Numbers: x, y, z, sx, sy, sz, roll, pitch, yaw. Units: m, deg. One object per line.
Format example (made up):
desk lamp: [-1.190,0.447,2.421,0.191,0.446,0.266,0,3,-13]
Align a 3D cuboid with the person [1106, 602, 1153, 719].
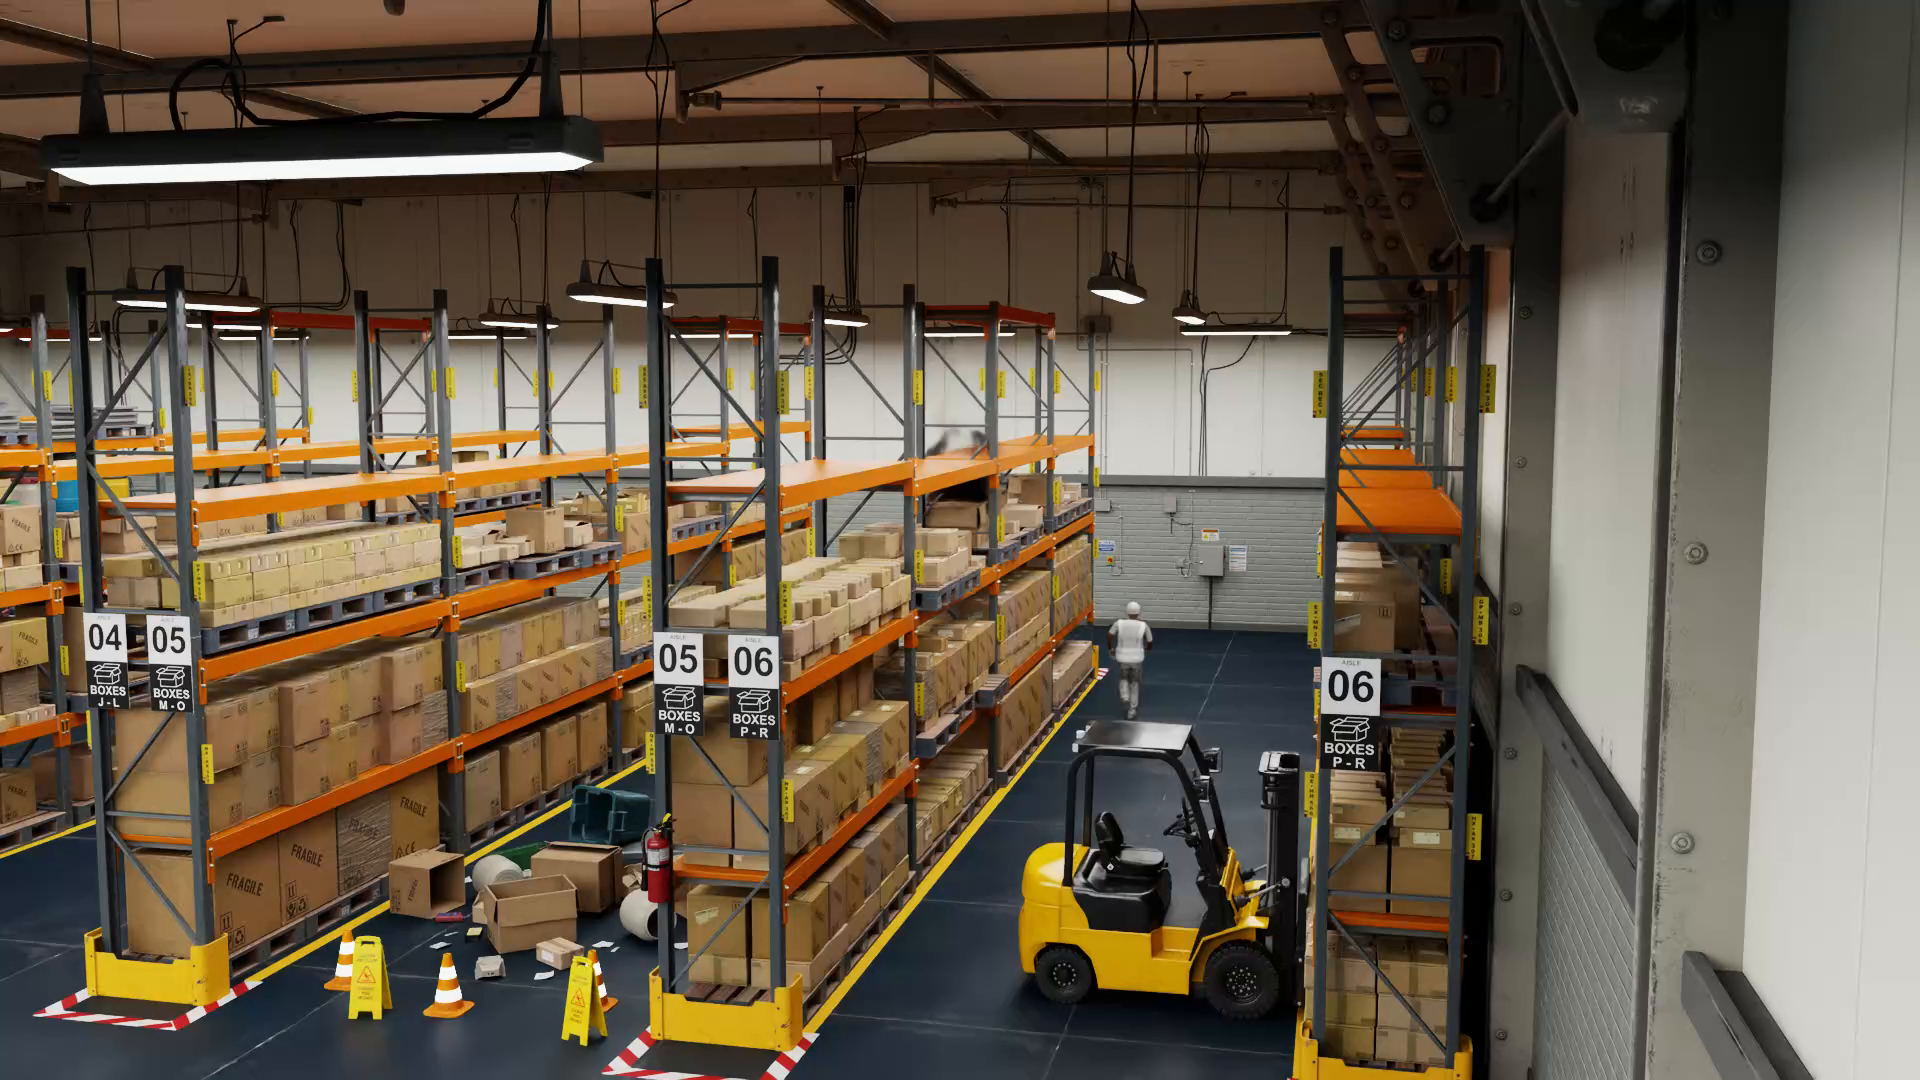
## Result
person: [2.553,1.777,24.931,0.687,1.738,0.551,1,6,10]
